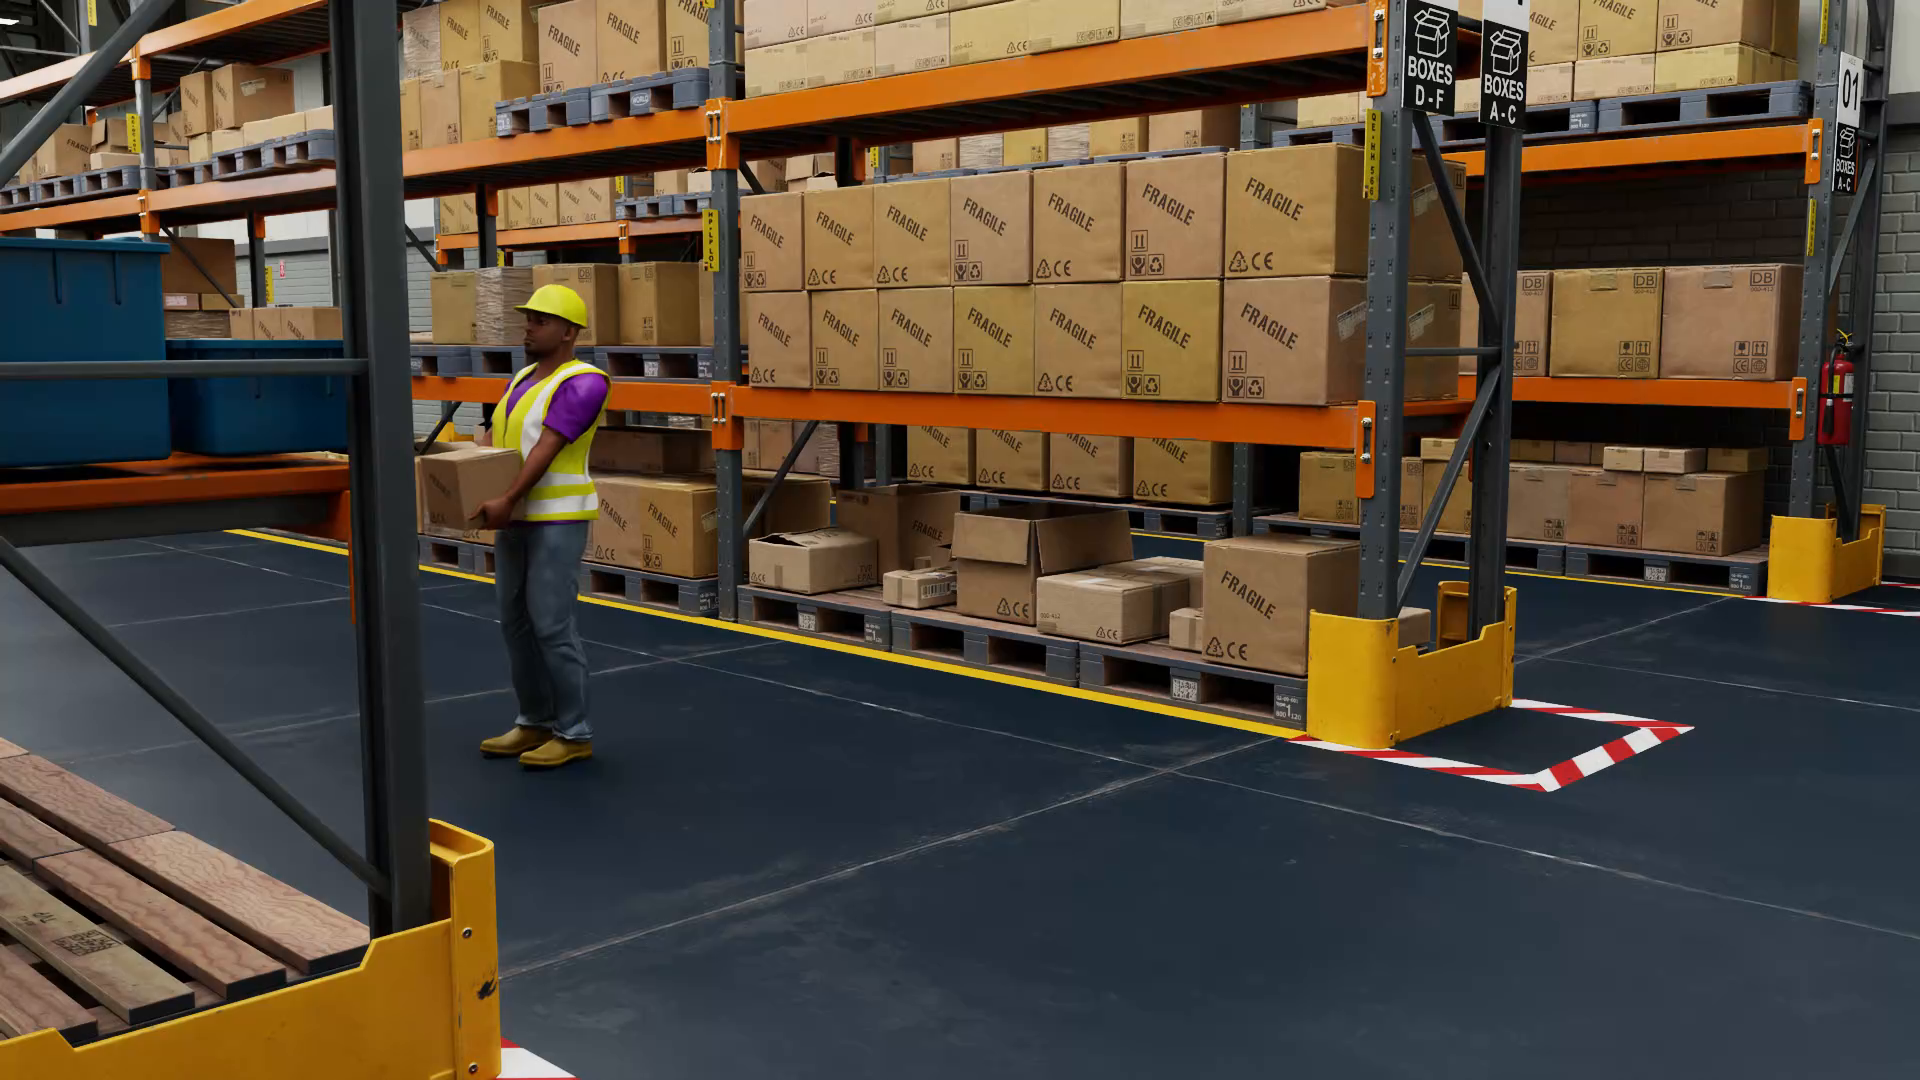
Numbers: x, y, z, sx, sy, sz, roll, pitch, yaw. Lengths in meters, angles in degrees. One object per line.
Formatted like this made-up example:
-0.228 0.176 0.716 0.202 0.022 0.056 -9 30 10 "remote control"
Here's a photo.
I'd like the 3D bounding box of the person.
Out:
-1.603 -0.051 6.102 0.502 1.761 0.577 7 10 44 "person"
